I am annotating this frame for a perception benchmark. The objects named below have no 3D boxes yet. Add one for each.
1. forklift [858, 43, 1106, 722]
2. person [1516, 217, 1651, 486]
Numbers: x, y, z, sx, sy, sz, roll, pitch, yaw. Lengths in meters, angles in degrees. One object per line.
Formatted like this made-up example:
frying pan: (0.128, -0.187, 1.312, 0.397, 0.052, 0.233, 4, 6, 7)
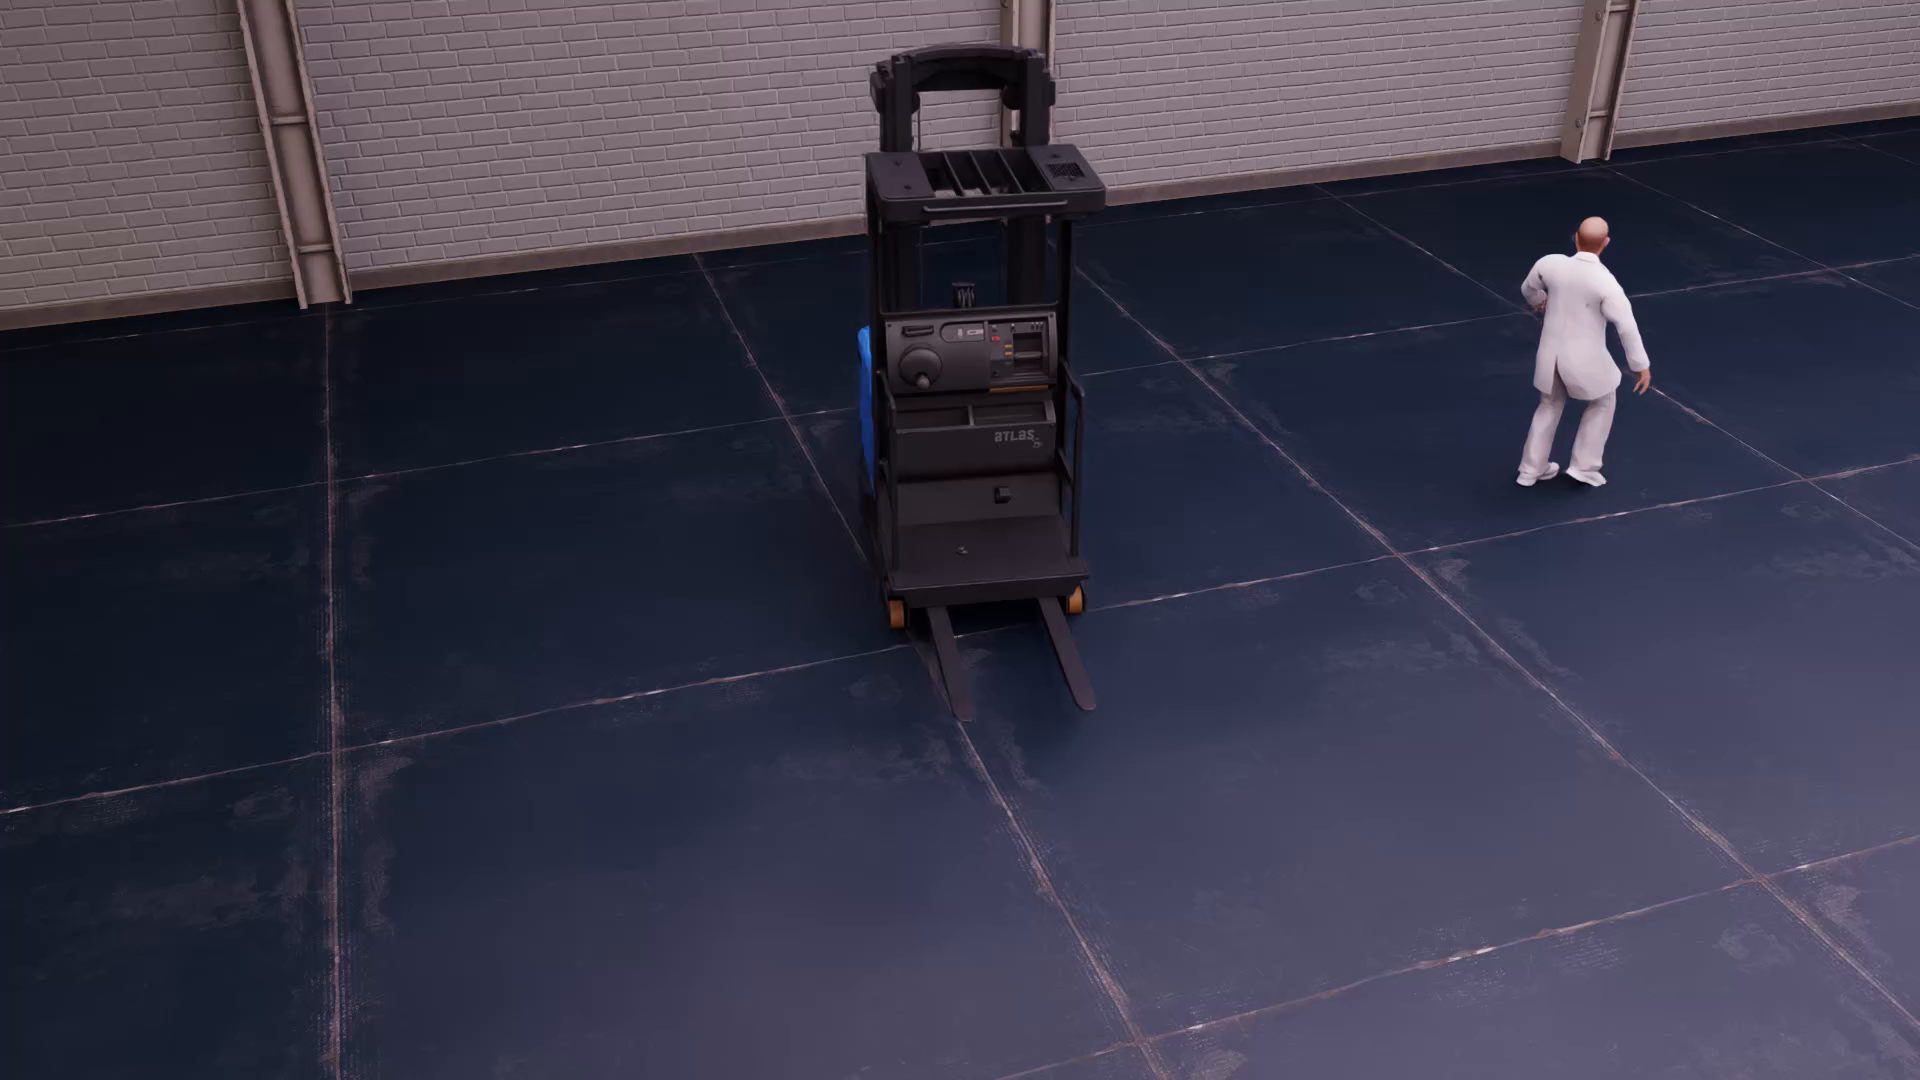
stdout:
forklift: (0.098, -0.970, 8.773, 1.130, 2.935, 3.031, -4, 30, -8)
person: (3.829, -1.136, 10.299, 0.556, 1.808, 0.994, -20, 35, -31)
